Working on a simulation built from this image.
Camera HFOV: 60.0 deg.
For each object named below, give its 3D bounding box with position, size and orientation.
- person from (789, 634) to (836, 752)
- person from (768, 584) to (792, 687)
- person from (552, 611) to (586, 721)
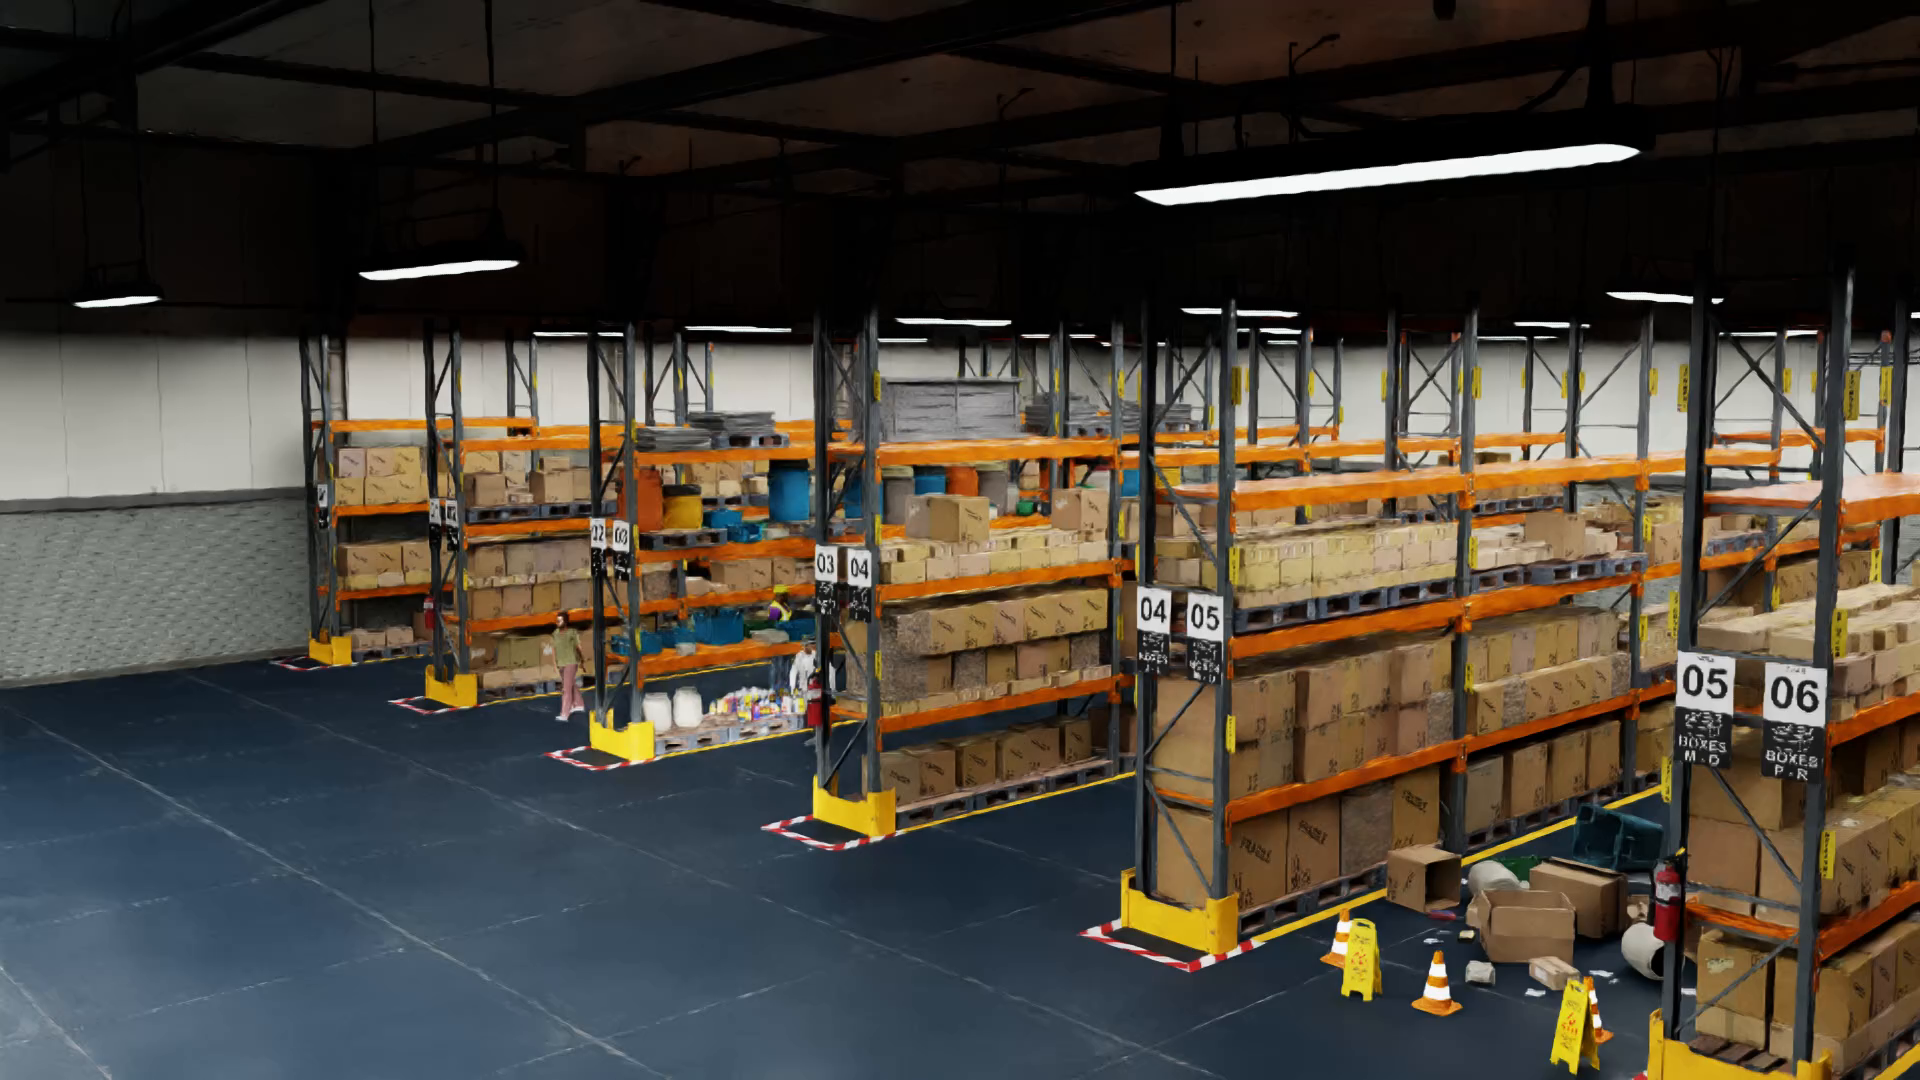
[{"bbox_3d":[-2.003,2.061,22.760,0.632,1.620,0.755,3,6,26],"label":"person"},{"bbox_3d":[-2.816,1.585,26.582,0.447,1.771,0.632,2,6,16],"label":"person"},{"bbox_3d":[-5.889,1.856,24.836,0.481,1.622,0.950,3,6,24],"label":"person"}]
